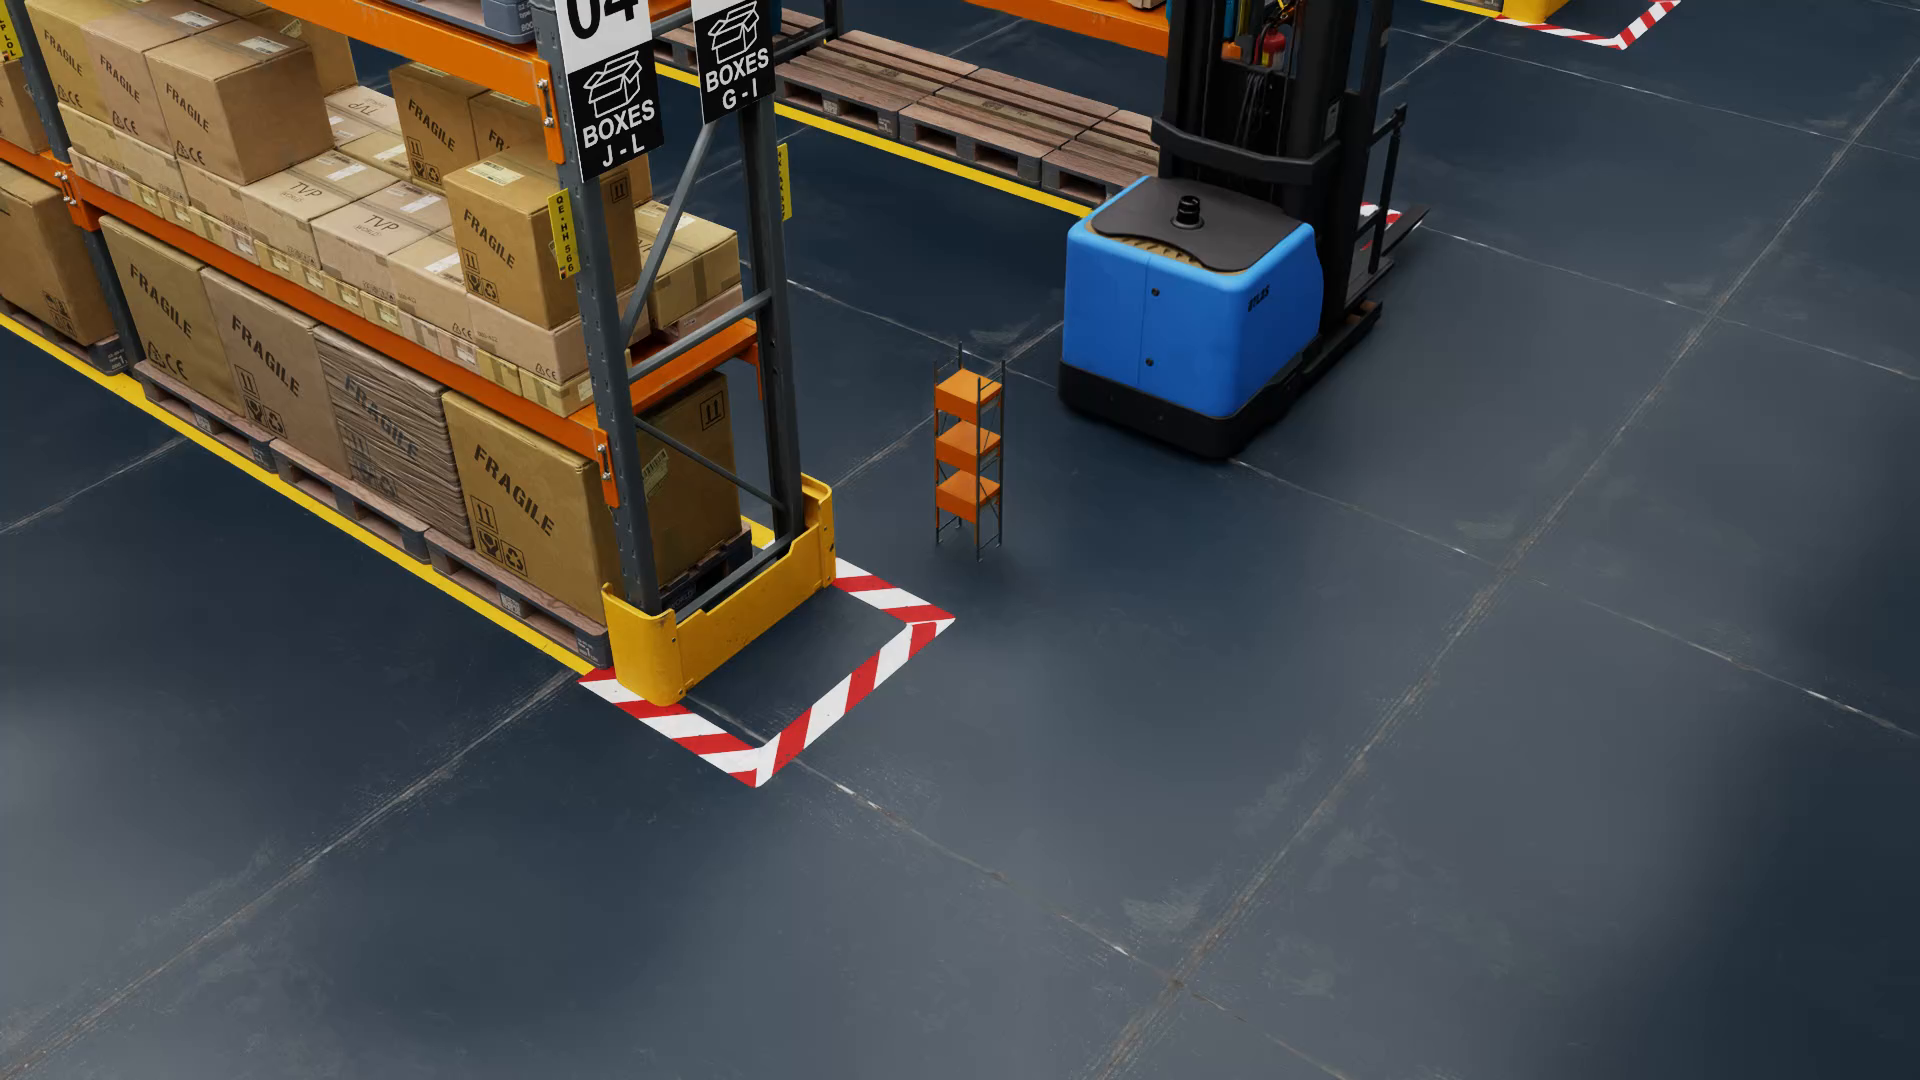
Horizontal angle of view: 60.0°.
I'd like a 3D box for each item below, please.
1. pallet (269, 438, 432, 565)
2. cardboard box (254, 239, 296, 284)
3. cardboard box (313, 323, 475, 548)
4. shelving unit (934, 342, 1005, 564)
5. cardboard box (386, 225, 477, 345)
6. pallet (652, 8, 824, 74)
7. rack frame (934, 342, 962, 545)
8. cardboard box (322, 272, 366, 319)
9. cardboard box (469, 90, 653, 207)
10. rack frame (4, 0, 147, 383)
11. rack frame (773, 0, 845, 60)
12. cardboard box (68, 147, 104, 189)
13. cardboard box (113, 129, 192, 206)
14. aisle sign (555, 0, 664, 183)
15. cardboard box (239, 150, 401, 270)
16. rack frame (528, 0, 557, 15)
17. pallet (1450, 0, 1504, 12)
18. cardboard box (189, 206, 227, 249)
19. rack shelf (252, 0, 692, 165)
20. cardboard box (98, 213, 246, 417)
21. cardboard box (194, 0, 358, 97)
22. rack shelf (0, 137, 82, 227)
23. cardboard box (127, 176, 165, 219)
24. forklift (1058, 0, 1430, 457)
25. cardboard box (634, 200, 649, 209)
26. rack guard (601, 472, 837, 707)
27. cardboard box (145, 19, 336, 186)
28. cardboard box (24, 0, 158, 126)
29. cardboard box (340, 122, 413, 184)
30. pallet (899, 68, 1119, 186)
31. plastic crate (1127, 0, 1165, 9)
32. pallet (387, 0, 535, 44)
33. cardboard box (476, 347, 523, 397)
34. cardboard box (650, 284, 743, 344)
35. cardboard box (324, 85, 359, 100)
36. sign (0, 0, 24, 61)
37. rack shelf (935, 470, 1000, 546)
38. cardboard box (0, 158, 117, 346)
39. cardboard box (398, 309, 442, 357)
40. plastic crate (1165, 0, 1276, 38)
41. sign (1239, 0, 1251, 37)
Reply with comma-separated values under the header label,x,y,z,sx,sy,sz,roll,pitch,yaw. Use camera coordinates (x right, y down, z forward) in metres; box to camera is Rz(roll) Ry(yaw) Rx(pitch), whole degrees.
label,x,y,z,sx,sy,sz,roll,pitch,yaw
pallet,-2.718,-0.423,8.480,1.213,0.211,1.003,25,45,29
cardboard box,-2.975,-1.345,7.600,0.250,0.149,0.380,24,44,27
cardboard box,-2.350,-0.673,7.920,0.875,0.875,0.875,25,45,29
shelving unit,0.042,-0.393,7.762,0.252,1.050,0.215,25,45,29
cardboard box,-2.019,-1.103,6.966,0.500,0.250,0.500,24,44,28
pallet,-1.826,-3.938,12.969,1.213,0.211,1.003,25,45,29
rack frame,-0.054,-0.439,7.820,0.008,1.050,0.200,25,45,29
cardboard box,-2.572,-1.155,7.356,0.250,0.149,0.380,25,45,29
cardboard box,-1.685,-1.655,7.064,0.500,0.500,0.500,24,44,28
rack frame,-4.248,-2.301,8.616,0.127,3.000,1.000,25,45,29
rack frame,-1.238,-4.726,11.714,0.127,3.000,1.000,25,45,29
cardboard box,-4.215,-1.928,8.344,0.250,0.149,0.380,25,45,29
cardboard box,-3.641,-1.866,7.941,0.500,0.250,0.500,25,44,28
aisle sign,-1.195,-1.653,5.680,0.004,0.787,0.394,25,45,29
cardboard box,-2.840,-1.486,7.456,0.500,0.250,0.500,25,45,29
rack frame,-1.070,-3.165,4.854,0.127,3.000,1.000,25,45,29
pallet,4.257,-4.881,14.174,1.213,0.211,1.003,25,45,29
cardboard box,-3.383,-1.538,7.846,0.250,0.149,0.380,25,44,28
rack shelf,-2.659,-2.450,6.957,4.000,0.370,1.077,25,45,29
cardboard box,-3.772,-1.343,8.776,0.875,0.875,0.875,25,45,29
cardboard box,-3.324,-2.423,8.045,0.500,0.500,0.500,26,45,29
rack shelf,-5.836,-2.767,9.795,4.000,0.370,1.077,25,45,29
cardboard box,-3.796,-1.732,8.093,0.250,0.149,0.380,27,45,30
forklift,1.796,-2.441,8.851,1.130,2.935,3.031,24,44,27
cardboard box,-1.704,-1.364,7.301,0.500,0.250,0.500,25,44,28
rack guard,-1.051,0.190,7.462,0.348,0.500,1.175,25,45,29
cardboard box,-3.220,-1.969,7.464,0.500,0.500,0.500,24,44,27
cardboard box,-4.022,-2.350,7.951,0.500,0.500,0.500,25,45,29
cardboard box,-2.519,-1.747,7.789,0.500,0.250,0.500,24,44,28
pallet,0.342,-2.915,11.663,1.213,0.211,1.003,25,45,29
plastic crate,1.181,-3.365,10.140,0.243,0.136,0.396,25,45,29
pallet,-1.666,-2.222,6.154,1.213,0.211,1.003,25,45,29
cardboard box,-1.761,-0.773,6.868,0.250,0.149,0.380,26,45,29
cardboard box,-1.152,-0.998,7.157,0.250,0.149,0.380,26,45,29
cardboard box,-3.325,-2.130,8.278,0.500,0.250,0.500,27,45,30
sign,-4.569,-2.456,7.940,0.005,0.325,0.100,25,45,29
rack shelf,0.043,-0.166,7.939,0.240,0.259,0.215,25,45,29
cardboard box,-4.768,-1.860,9.436,0.875,0.875,1.225,25,45,29
cardboard box,-2.158,-0.962,7.109,0.250,0.149,0.380,26,45,29
plastic crate,1.559,-3.300,9.815,0.499,0.435,0.616,25,45,29
sign,1.617,-3.017,9.399,0.005,0.325,0.100,25,45,29
